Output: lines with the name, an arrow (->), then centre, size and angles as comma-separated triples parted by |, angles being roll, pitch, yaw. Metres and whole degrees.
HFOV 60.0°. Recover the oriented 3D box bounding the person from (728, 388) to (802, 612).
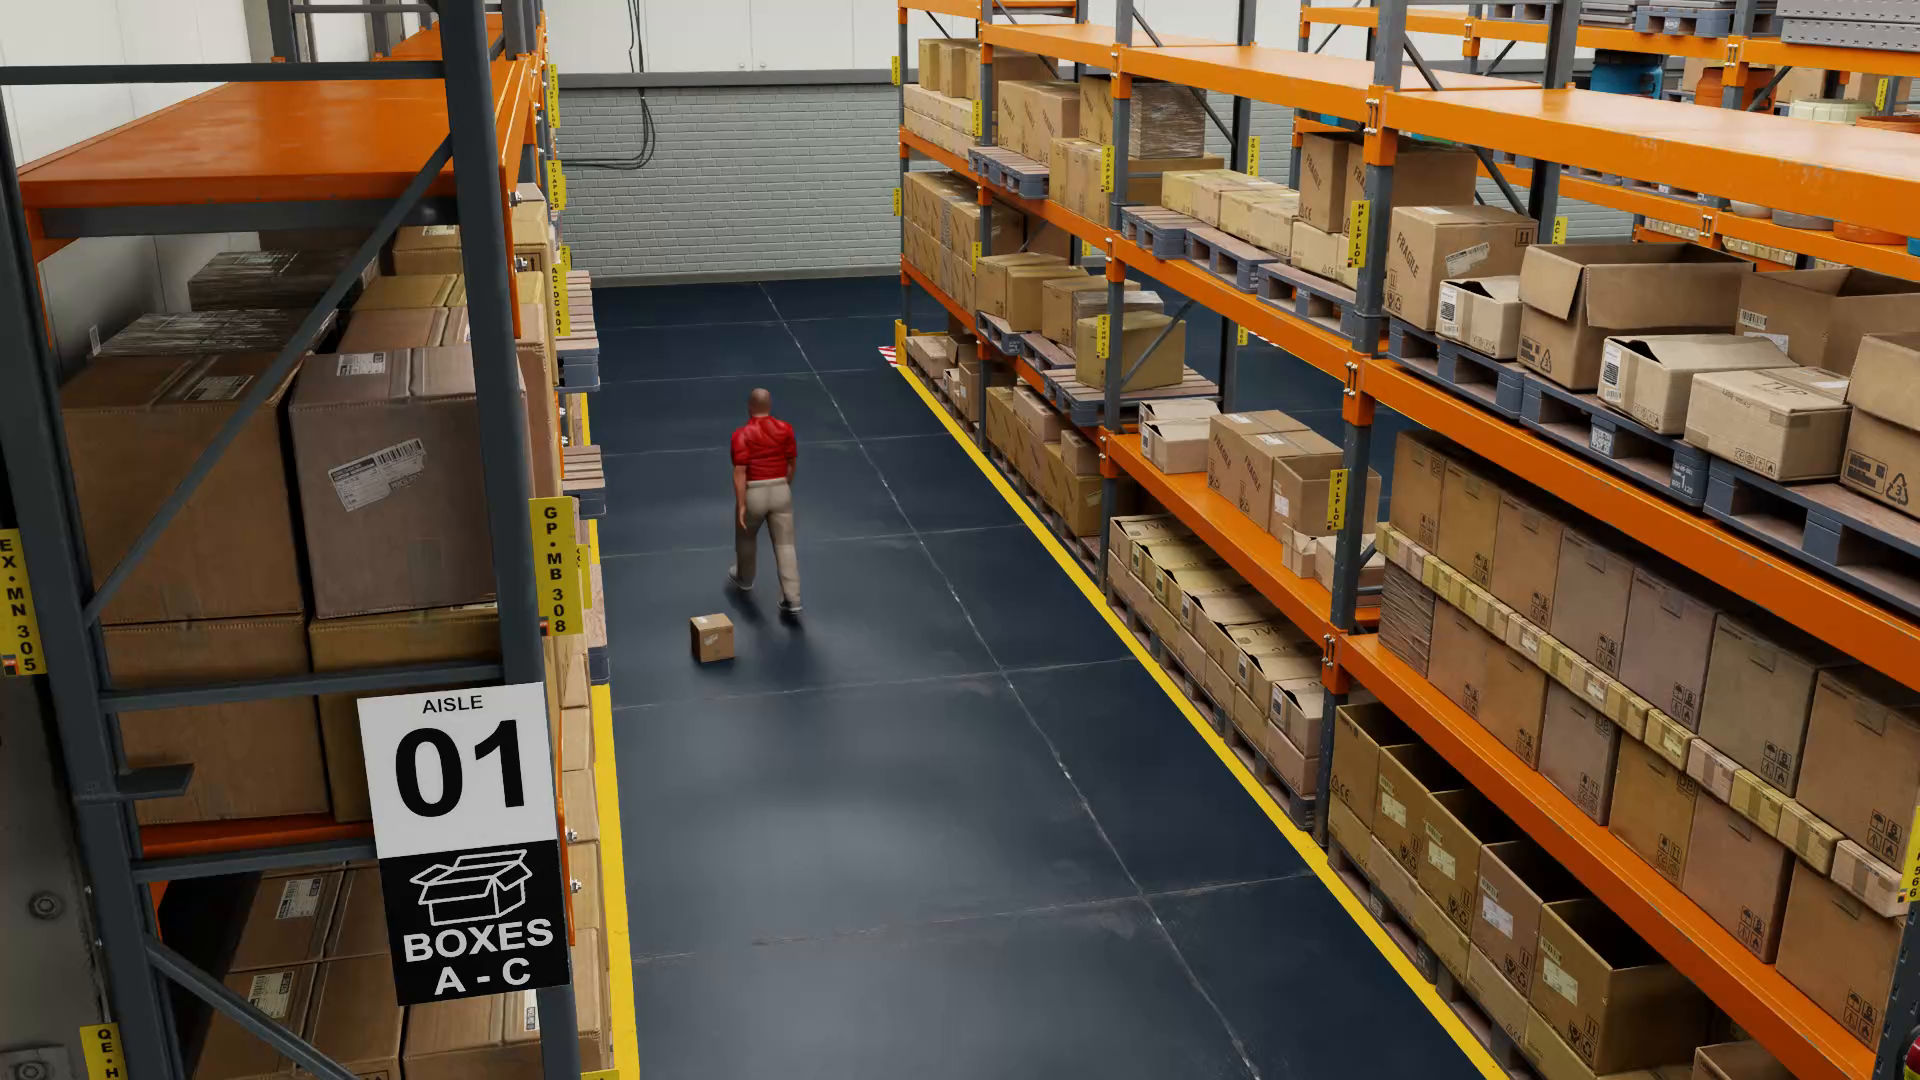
person -> -1.475, -0.332, 12.555 | 0.532, 1.666, 1.091 | -8, 21, -21
